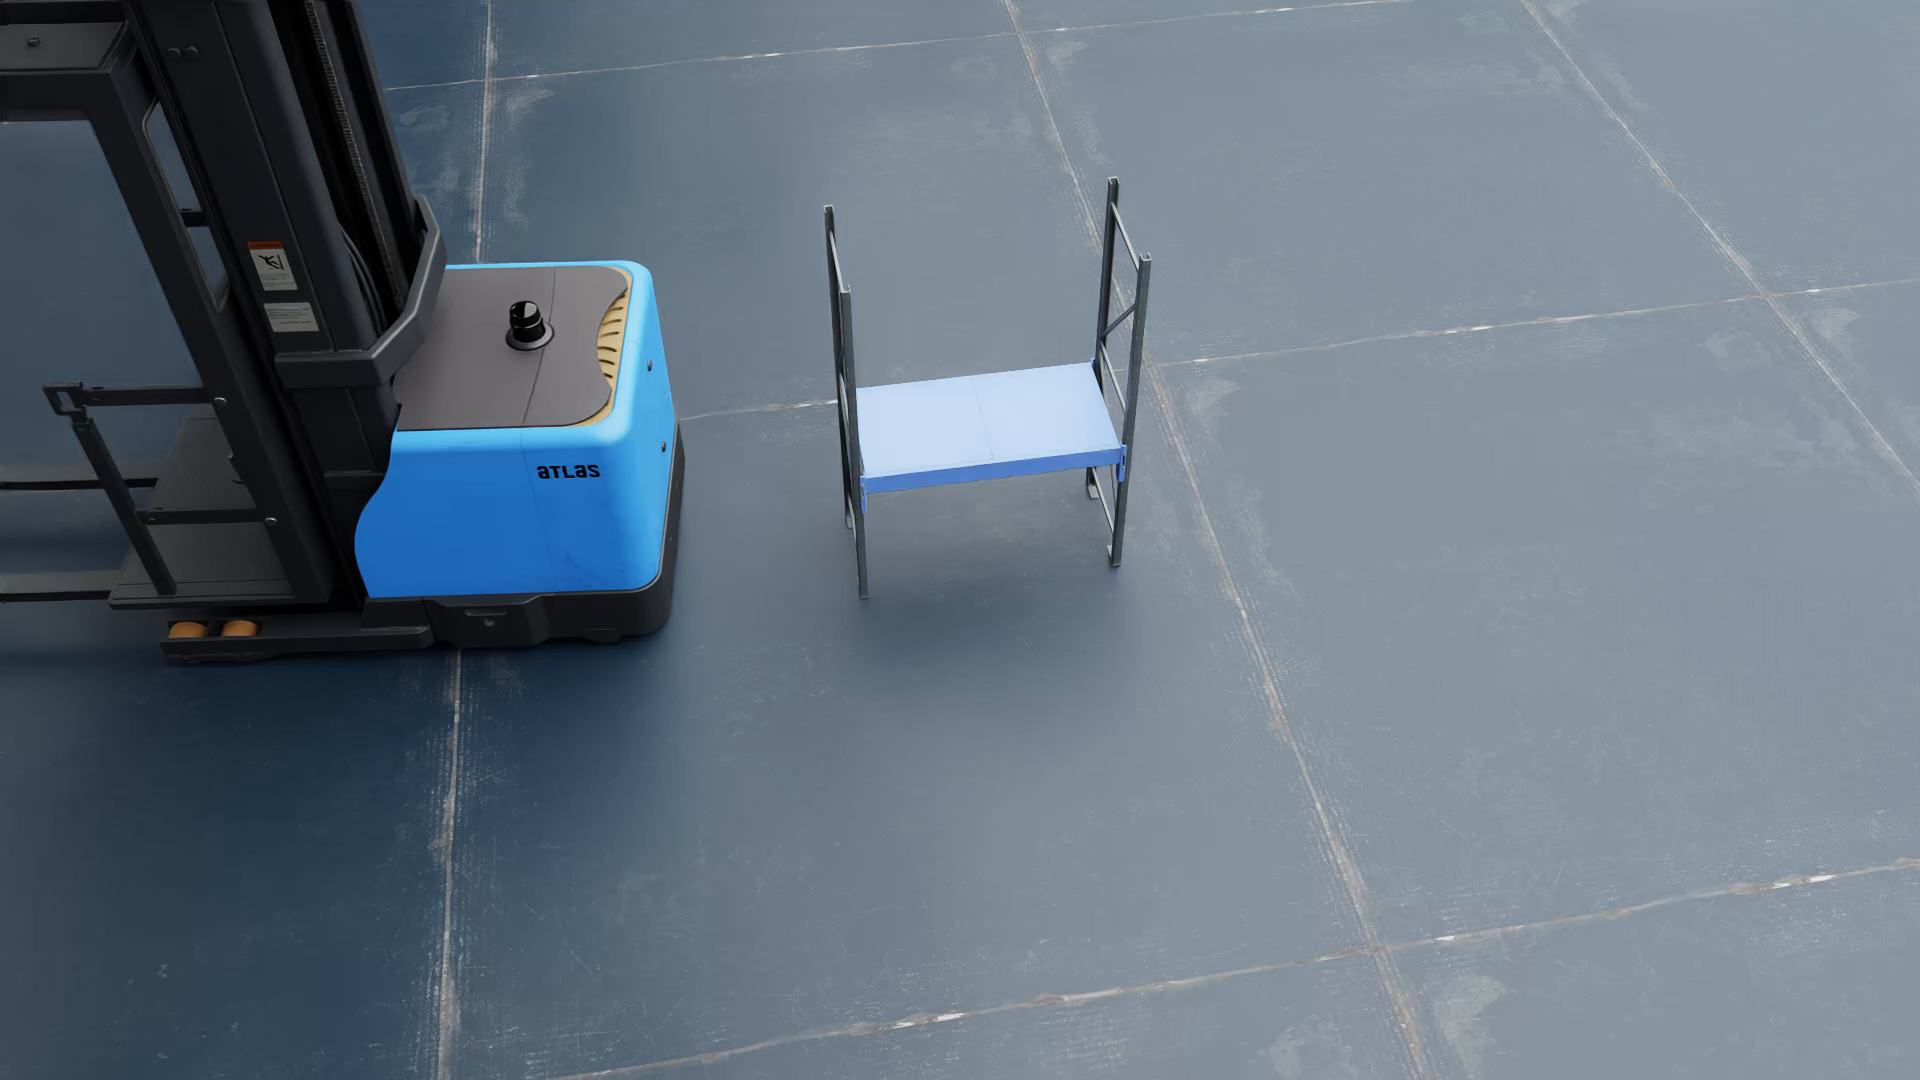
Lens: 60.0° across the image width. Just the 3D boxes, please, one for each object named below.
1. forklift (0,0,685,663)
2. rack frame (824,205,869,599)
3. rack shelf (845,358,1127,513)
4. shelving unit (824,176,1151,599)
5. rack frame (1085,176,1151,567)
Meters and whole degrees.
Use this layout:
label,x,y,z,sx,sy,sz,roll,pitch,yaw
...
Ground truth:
label,x,y,z,sx,sy,sz,roll,pitch,yaw
forklift,-2.645,-0.942,5.622,3.031,2.935,1.130,-2,46,-2
rack frame,-0.417,-0.468,6.160,0.032,1.500,0.500,-7,46,-7
rack shelf,0.084,-0.406,6.350,1.000,0.185,0.538,-7,46,-7
shelving unit,0.084,-0.531,6.220,1.048,1.500,0.538,-7,46,-7
rack frame,0.585,-0.593,6.280,0.032,1.500,0.500,-7,46,-7
